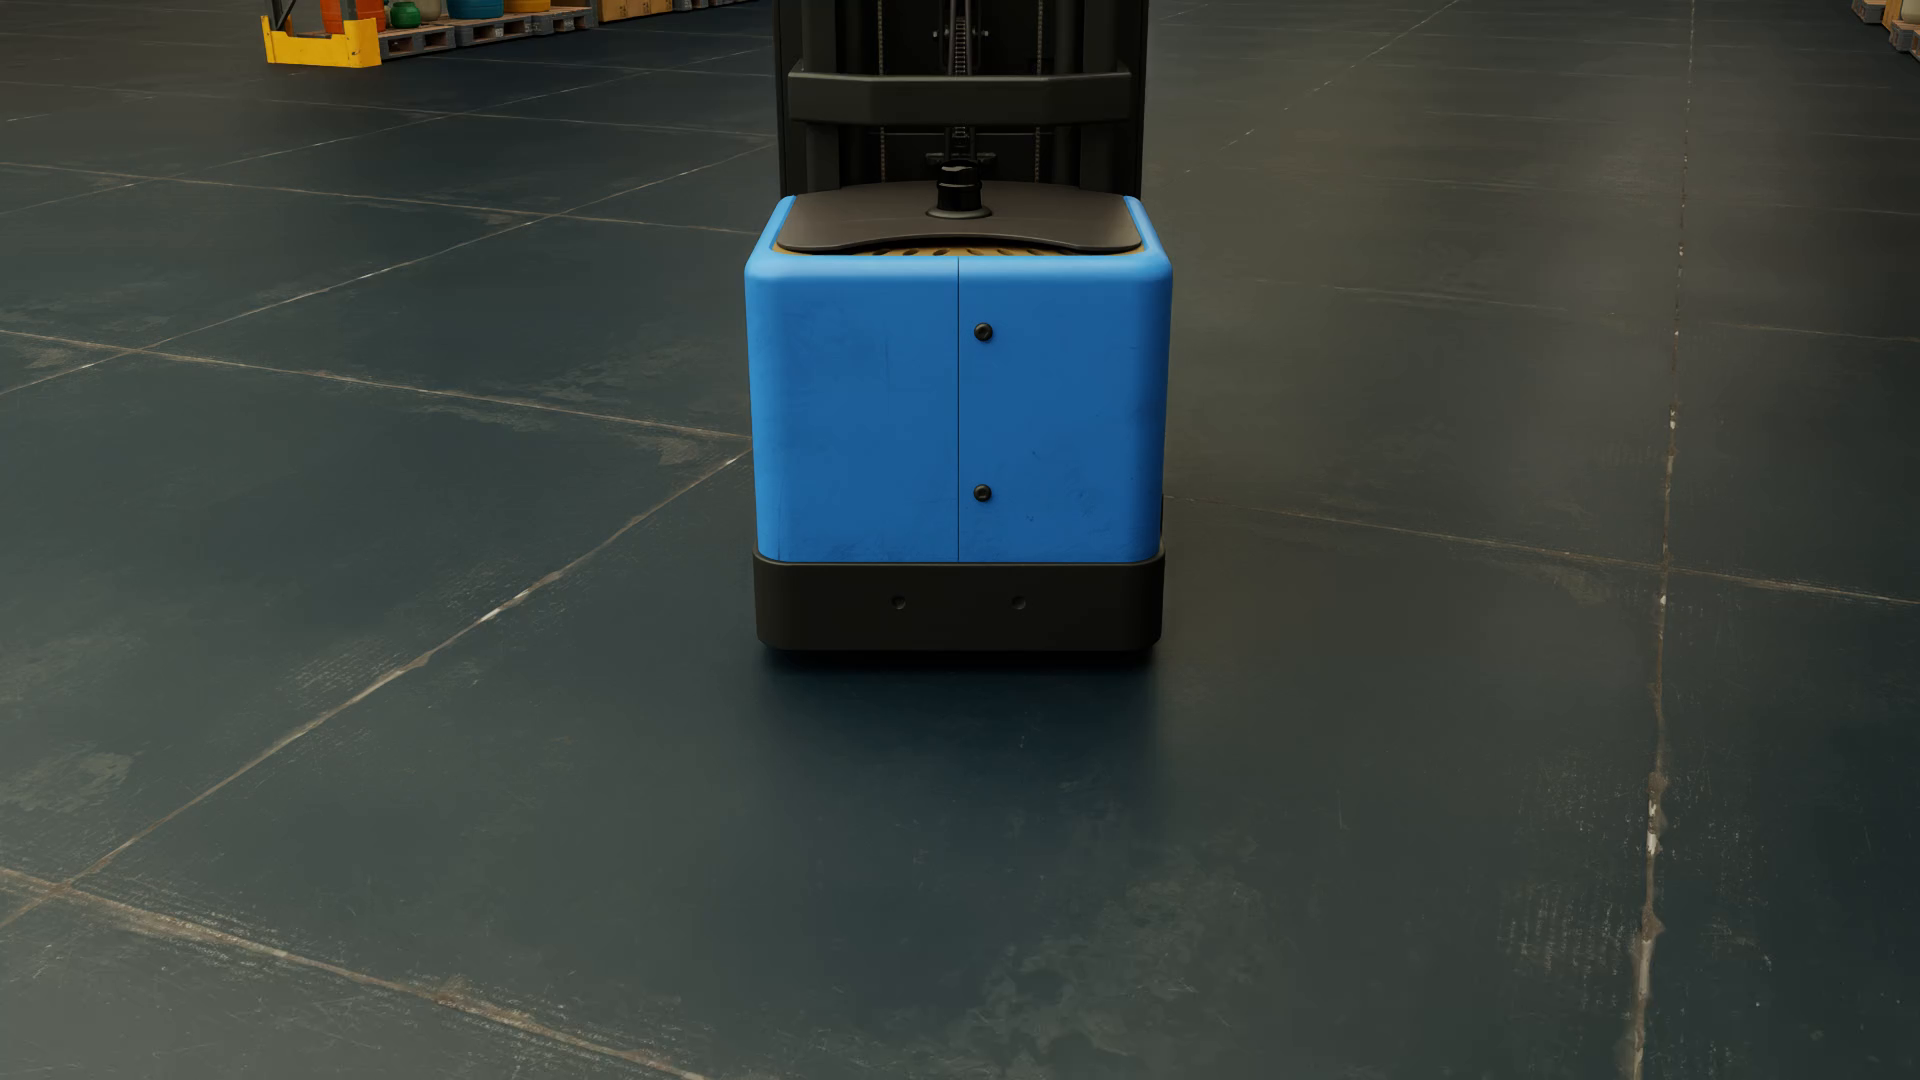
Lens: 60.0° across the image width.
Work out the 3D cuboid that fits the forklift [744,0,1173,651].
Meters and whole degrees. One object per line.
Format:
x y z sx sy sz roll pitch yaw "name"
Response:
0.002 -1.587 5.089 1.130 2.935 3.031 0 23 0 "forklift"
